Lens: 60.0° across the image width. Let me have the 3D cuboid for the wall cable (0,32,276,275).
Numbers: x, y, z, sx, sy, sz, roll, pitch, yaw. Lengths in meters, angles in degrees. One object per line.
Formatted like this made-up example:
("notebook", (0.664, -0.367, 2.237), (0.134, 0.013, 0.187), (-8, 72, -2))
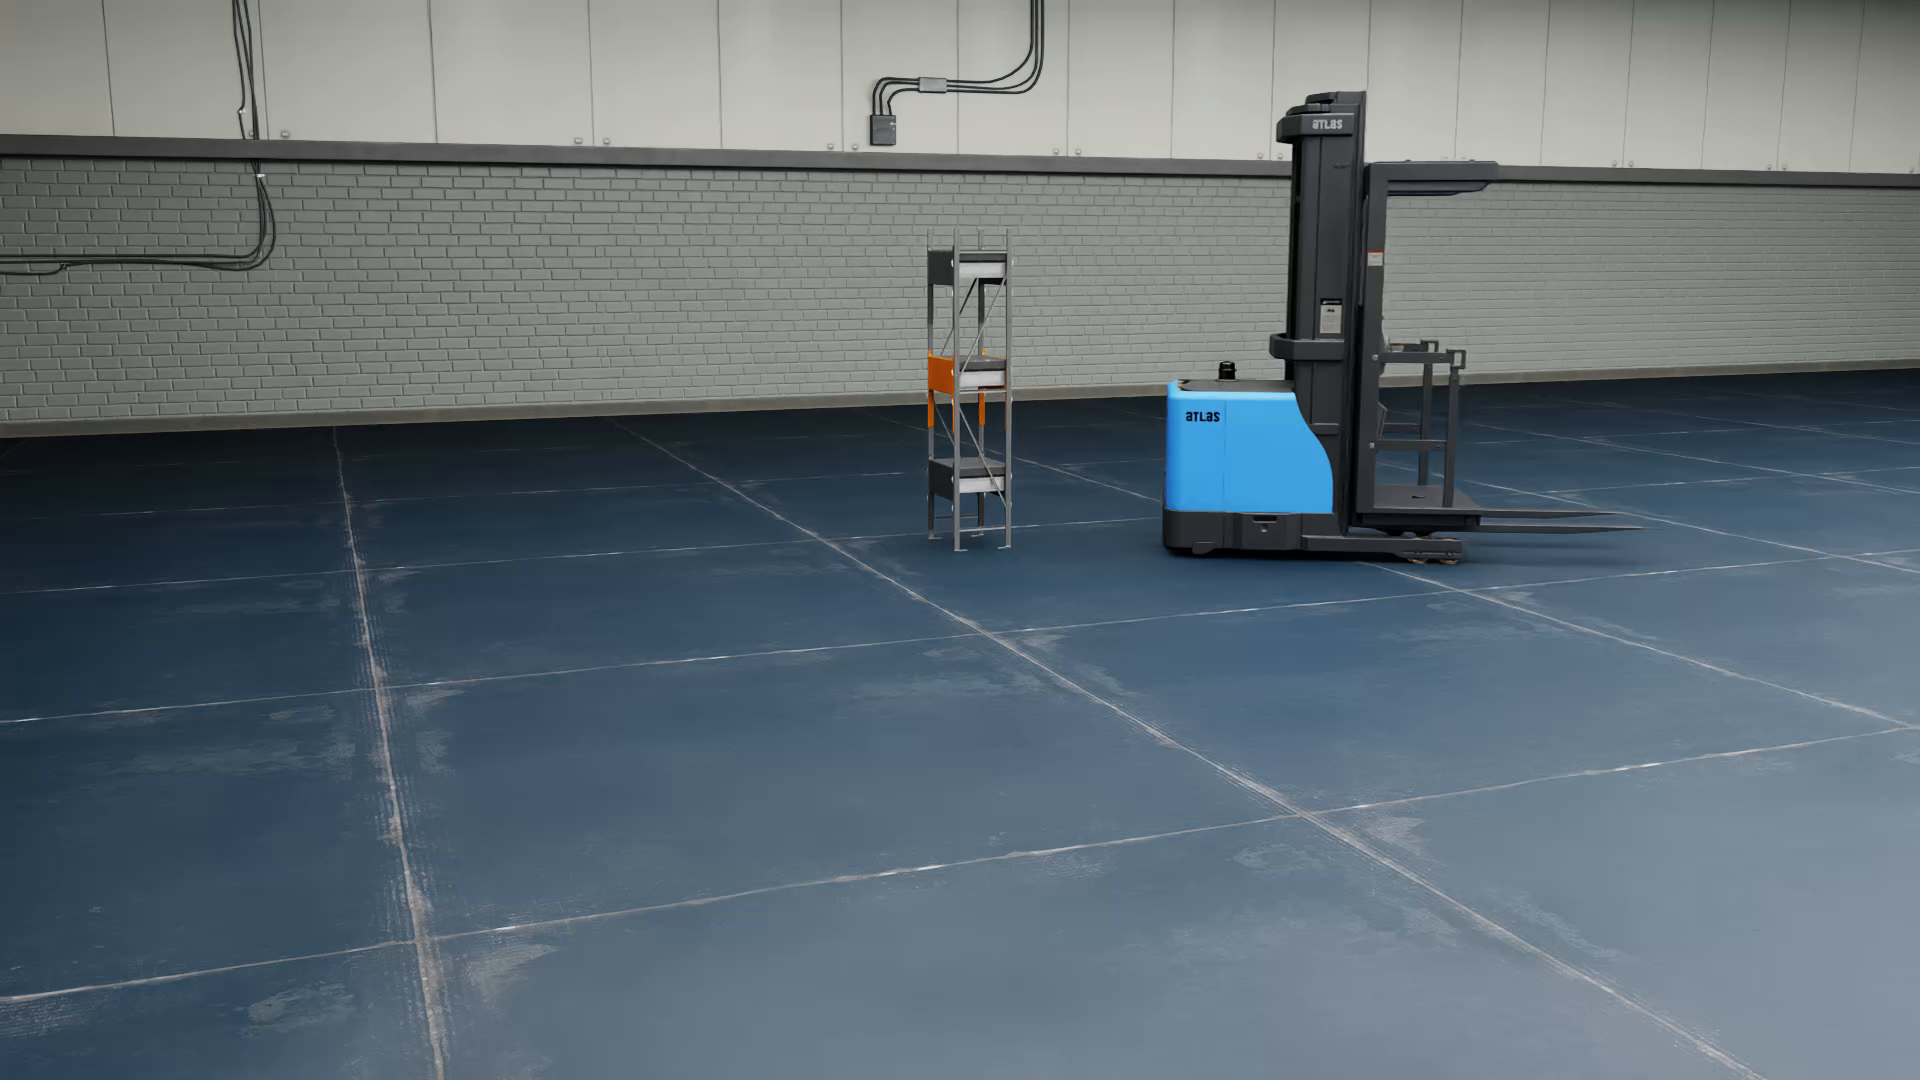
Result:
("wall cable", (-8.853, -4.046, 17.337), (3.097, 2.526, 0.112), (-4, 11, -21))

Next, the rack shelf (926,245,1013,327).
("rack shelf", (0.060, -1.683, 10.964), (0.431, 0.518, 0.480), (-4, 11, -21))

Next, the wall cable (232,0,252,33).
("wall cable", (-6.332, -6.704, 17.860), (3.097, 2.526, 0.112), (-4, 11, -21))

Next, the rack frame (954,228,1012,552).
("rack frame", (0.148, -0.967, 10.860), (0.400, 2.100, 0.015), (-4, 11, -21))

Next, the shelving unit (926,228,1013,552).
("shelving unit", (0.060, -1.007, 11.084), (0.431, 2.100, 0.503), (-4, 11, -21))

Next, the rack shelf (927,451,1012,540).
("rack shelf", (0.060, -0.304, 11.209), (0.431, 0.518, 0.480), (-4, 11, -21))

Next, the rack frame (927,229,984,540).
("rack frame", (-0.028, -1.047, 11.308), (0.400, 2.100, 0.015), (-4, 11, -21))

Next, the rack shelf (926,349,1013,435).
("rack shelf", (0.060, -0.993, 11.087), (0.431, 0.518, 0.480), (-4, 11, -21))

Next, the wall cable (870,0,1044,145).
("wall cable", (0.001, -7.849, 20.140), (2.305, 6.003, 0.169), (-4, 11, -21))

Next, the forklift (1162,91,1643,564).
("forklift", (2.879, -1.387, 10.848), (3.031, 2.935, 1.130), (1, 10, 6))
